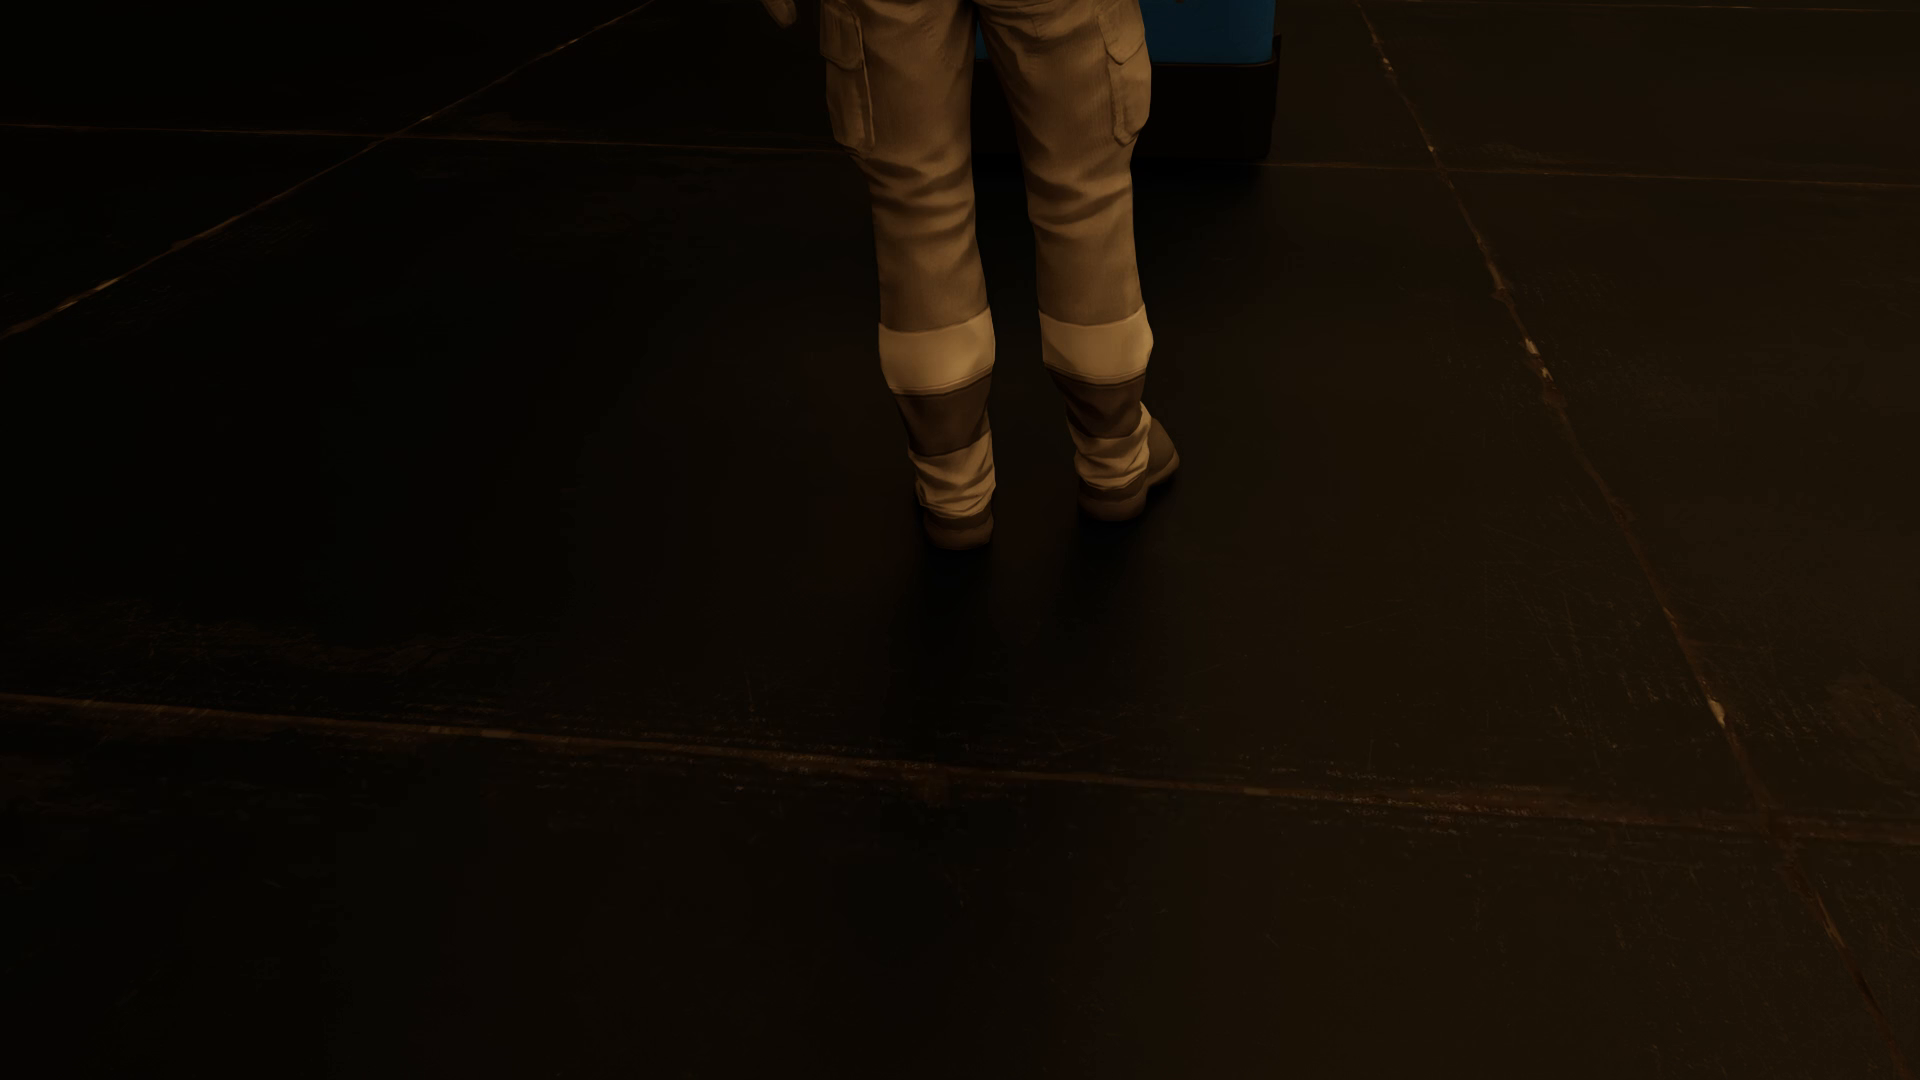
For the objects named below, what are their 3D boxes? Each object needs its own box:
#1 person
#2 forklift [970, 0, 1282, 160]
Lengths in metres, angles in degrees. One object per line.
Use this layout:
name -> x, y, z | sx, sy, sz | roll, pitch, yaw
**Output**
person -> 0.023, -0.842, 2.168 | 0.637, 1.790, 0.562 | 3, 27, 7
forklift -> 0.439, -2.926, 5.082 | 1.130, 2.935, 3.031 | 3, 27, 5
